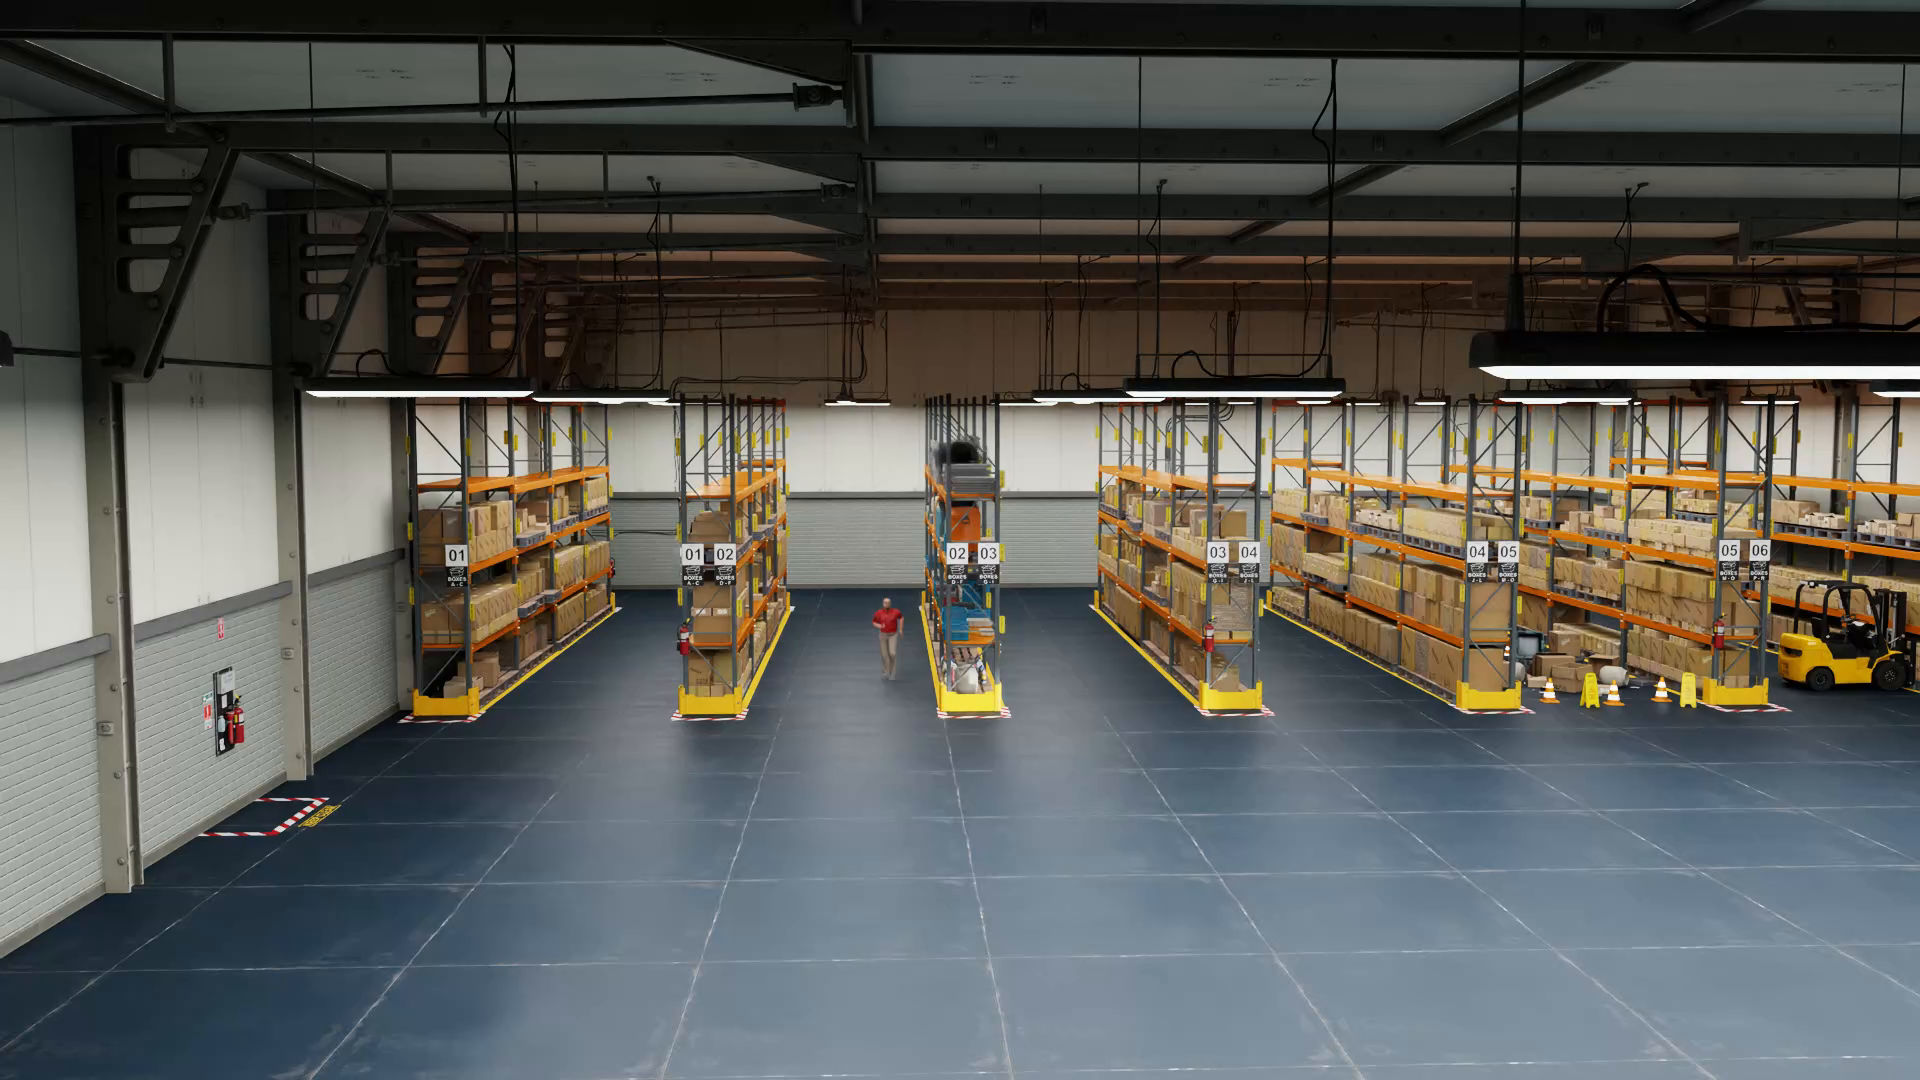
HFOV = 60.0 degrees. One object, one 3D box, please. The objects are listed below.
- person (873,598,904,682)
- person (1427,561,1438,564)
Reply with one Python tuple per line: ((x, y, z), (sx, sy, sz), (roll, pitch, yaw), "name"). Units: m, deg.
((-1.526, 2.142, 35.098), (0.620, 1.712, 0.853), (0, 5, 5), "person")
((14.205, 0.913, 49.593), (0.695, 1.782, 0.640), (-1, 5, -14), "person")
